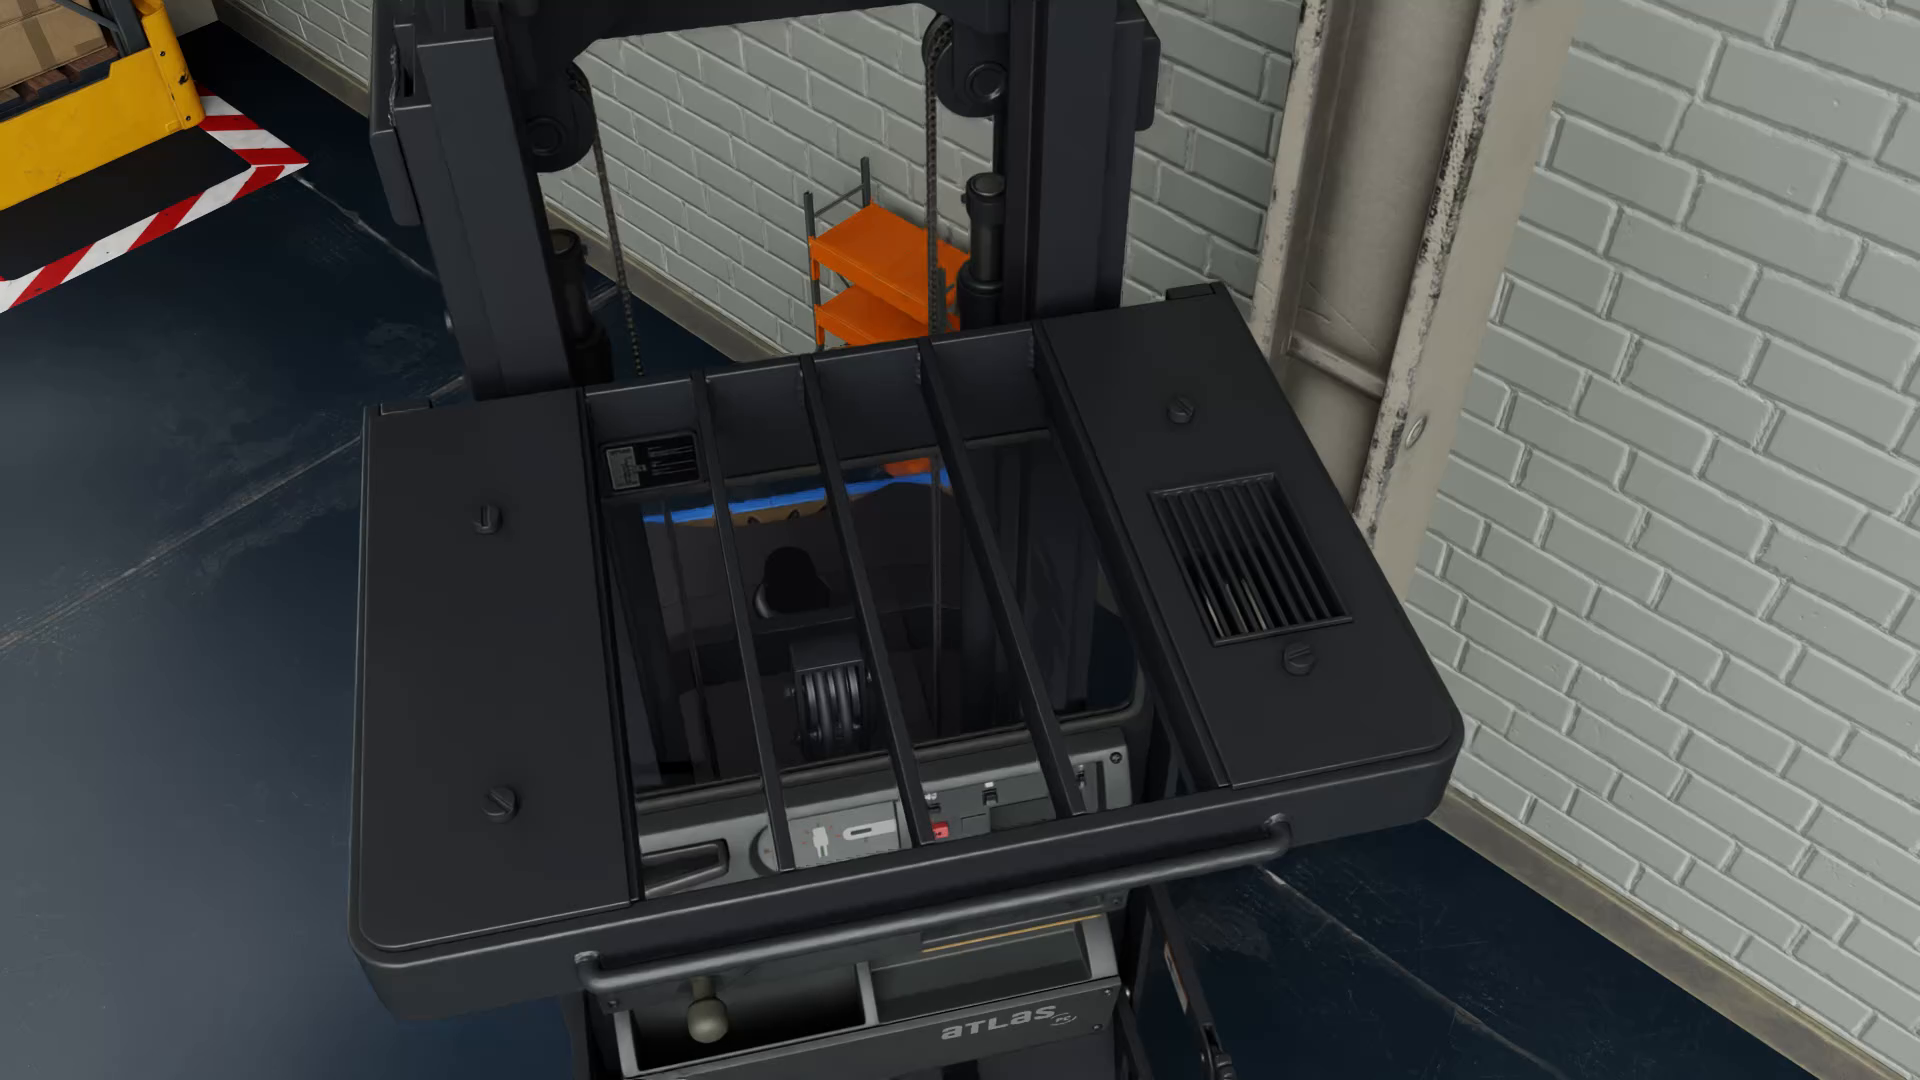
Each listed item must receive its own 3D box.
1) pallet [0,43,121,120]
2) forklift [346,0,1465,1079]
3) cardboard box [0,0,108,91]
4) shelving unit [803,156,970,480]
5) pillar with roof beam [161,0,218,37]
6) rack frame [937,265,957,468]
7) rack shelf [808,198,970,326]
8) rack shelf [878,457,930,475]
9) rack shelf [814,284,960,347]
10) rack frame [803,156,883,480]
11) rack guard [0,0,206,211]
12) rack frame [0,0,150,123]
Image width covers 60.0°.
[{"bbox_3d":[-4.232,-1.963,6.948,1.213,0.211,1.003,34,55,28],"label":"pallet"},{"bbox_3d":[-0.117,0.672,2.608,1.130,2.935,3.031,-9,48,-9],"label":"forklift"},{"bbox_3d":[-3.869,-2.112,6.773,0.500,0.250,0.500,34,56,28],"label":"cardboard box"},{"bbox_3d":[-0.156,-0.464,4.863,0.503,1.200,0.258,33,55,27],"label":"shelving unit"},{"bbox_3d":[-6.461,-3.136,2.022,0.400,9.000,9.100,34,55,28],"label":"pillar with roof beam"},{"bbox_3d":[0.025,-0.345,4.750,0.015,1.200,0.240,33,55,27],"label":"rack frame"},{"bbox_3d":[-0.156,-0.733,4.576,0.480,0.148,0.258,33,55,27],"label":"rack shelf"},{"bbox_3d":[-0.156,-0.282,5.056,0.480,0.148,0.258,33,55,27],"label":"rack shelf"},{"bbox_3d":[-0.156,-0.571,4.748,0.480,0.148,0.258,33,55,27],"label":"rack shelf"},{"bbox_3d":[-0.337,-0.583,4.975,0.015,1.200,0.240,33,55,27],"label":"rack frame"},{"bbox_3d":[-3.623,-1.694,6.498,0.348,0.500,1.175,34,55,28],"label":"rack guard"},{"bbox_3d":[-3.641,-2.562,5.598,0.127,3.000,1.000,34,55,28],"label":"rack frame"}]
